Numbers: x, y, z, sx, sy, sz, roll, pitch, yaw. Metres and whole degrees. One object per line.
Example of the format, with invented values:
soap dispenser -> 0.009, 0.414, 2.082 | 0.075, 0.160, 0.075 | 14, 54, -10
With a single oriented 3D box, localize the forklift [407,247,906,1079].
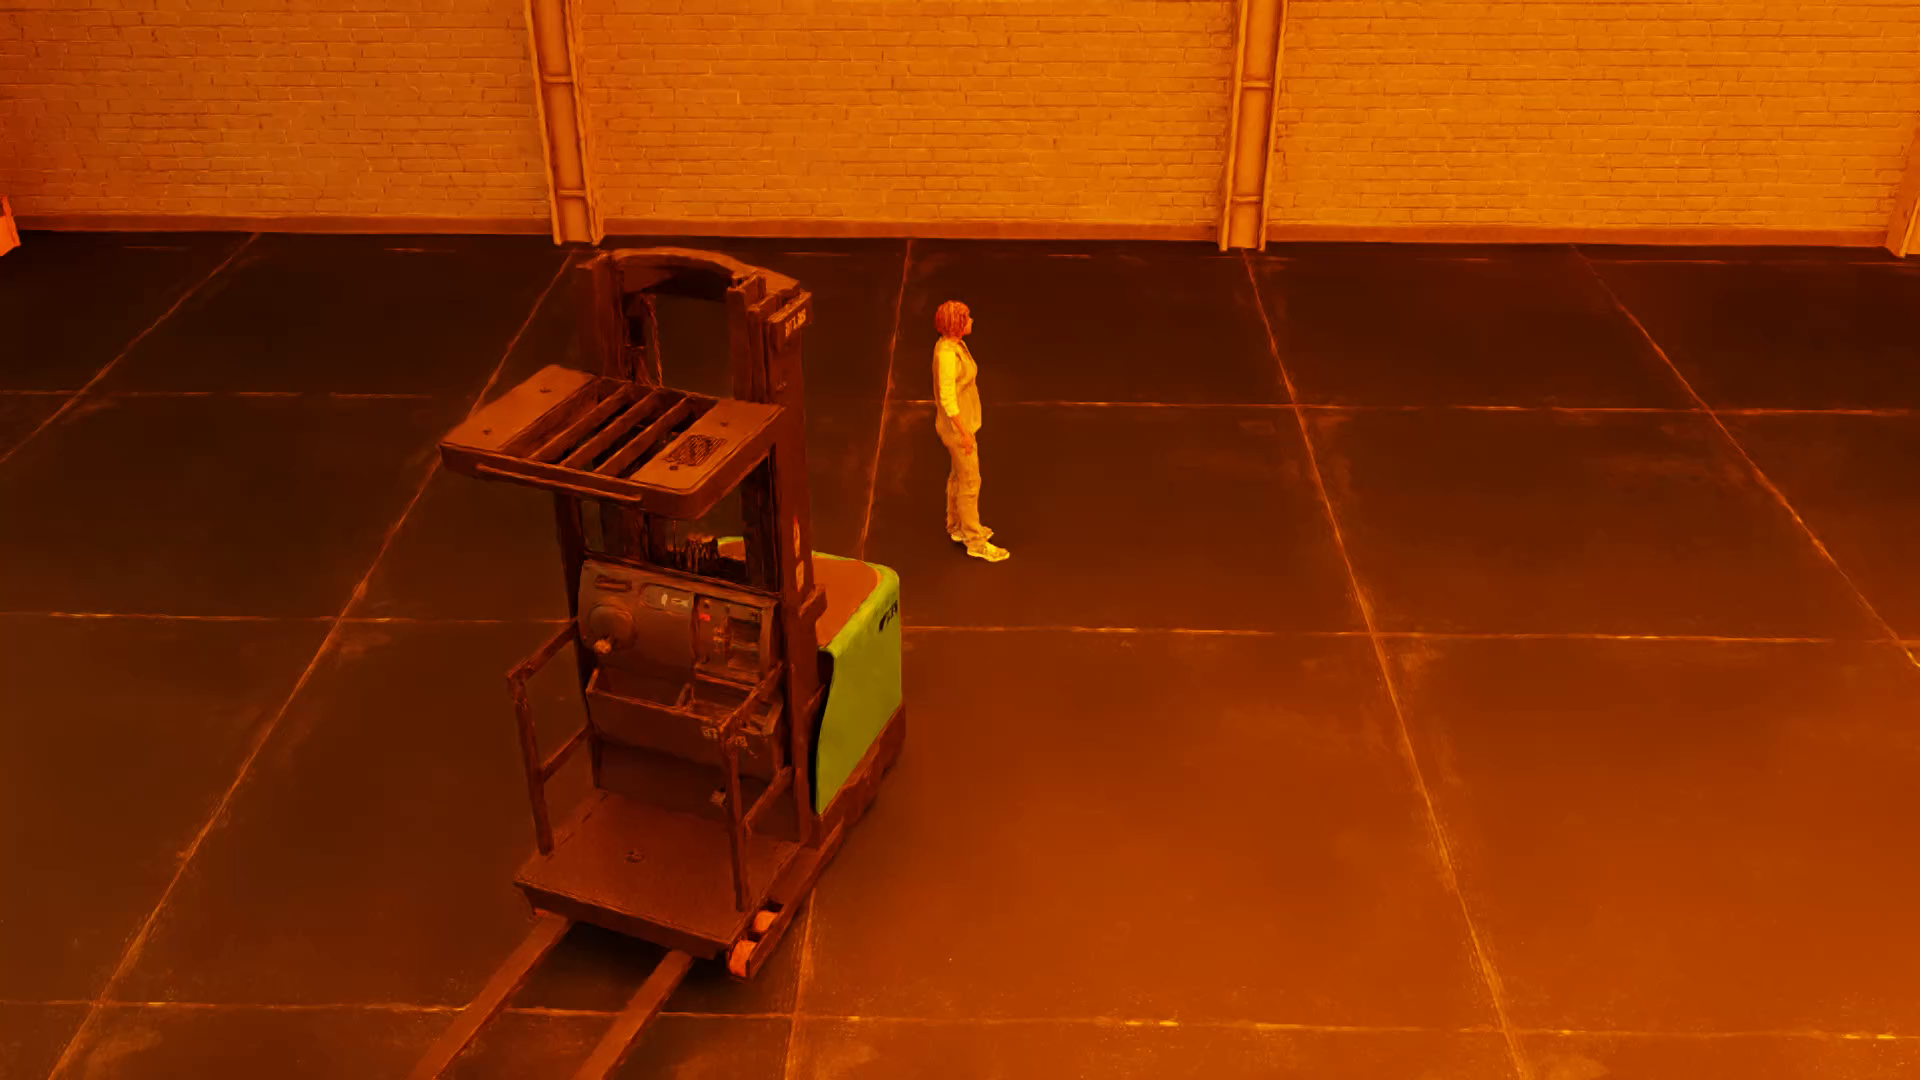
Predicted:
forklift -> -1.292, 0.405, 6.928 | 1.130, 2.935, 3.031 | 11, 32, 18

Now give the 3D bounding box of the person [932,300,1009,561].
person -> 0.074, -0.686, 10.077 | 0.474, 1.597, 0.521 | 1, 31, 1
